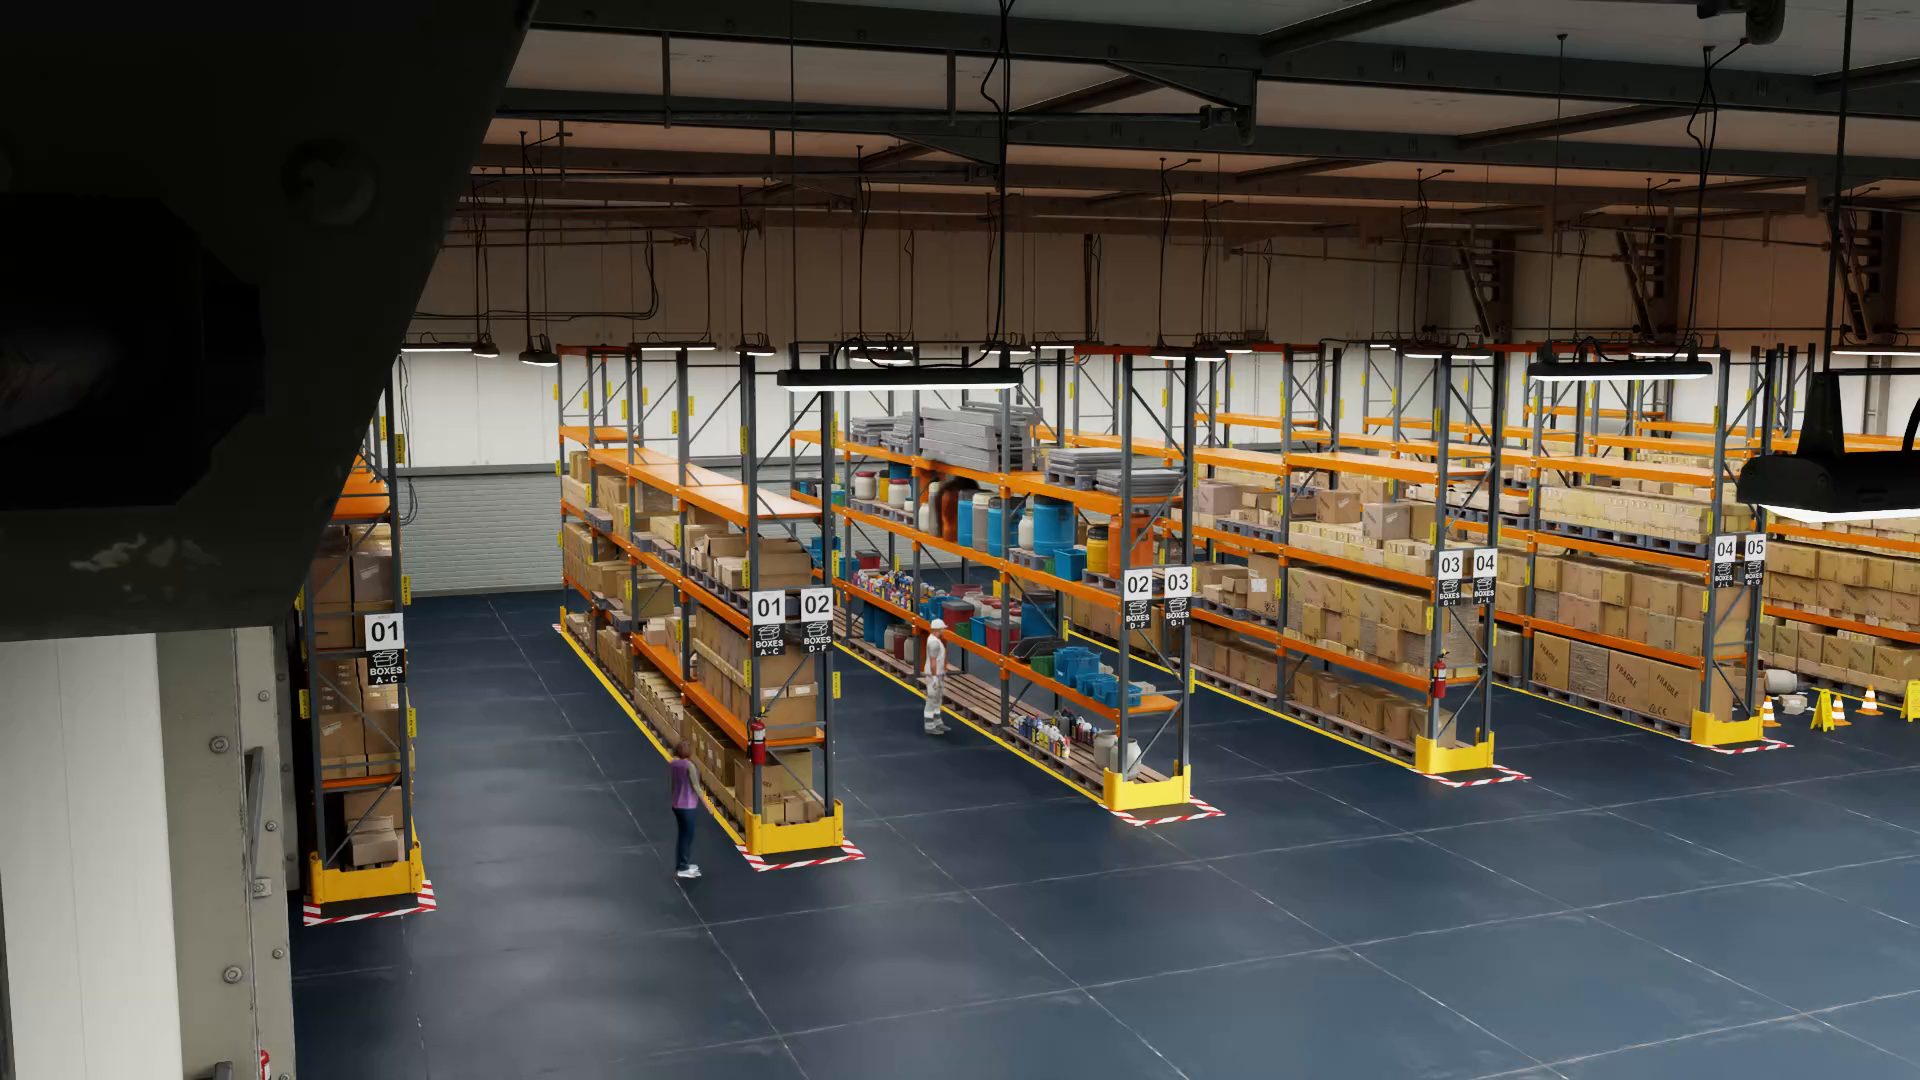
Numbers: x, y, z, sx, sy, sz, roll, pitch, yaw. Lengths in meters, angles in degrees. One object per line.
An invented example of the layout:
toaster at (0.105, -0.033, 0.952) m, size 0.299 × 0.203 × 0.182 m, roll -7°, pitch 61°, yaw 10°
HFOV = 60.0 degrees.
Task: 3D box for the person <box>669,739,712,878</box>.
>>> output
person at (-3.132, 3.100, 19.287) m, size 0.411 × 1.613 × 0.447 m, roll -5°, pitch 9°, yaw -32°

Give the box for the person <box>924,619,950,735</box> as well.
person at (-0.359, 2.126, 26.006) m, size 0.415 × 1.803 × 0.564 m, roll 0°, pitch 7°, yaw 3°
